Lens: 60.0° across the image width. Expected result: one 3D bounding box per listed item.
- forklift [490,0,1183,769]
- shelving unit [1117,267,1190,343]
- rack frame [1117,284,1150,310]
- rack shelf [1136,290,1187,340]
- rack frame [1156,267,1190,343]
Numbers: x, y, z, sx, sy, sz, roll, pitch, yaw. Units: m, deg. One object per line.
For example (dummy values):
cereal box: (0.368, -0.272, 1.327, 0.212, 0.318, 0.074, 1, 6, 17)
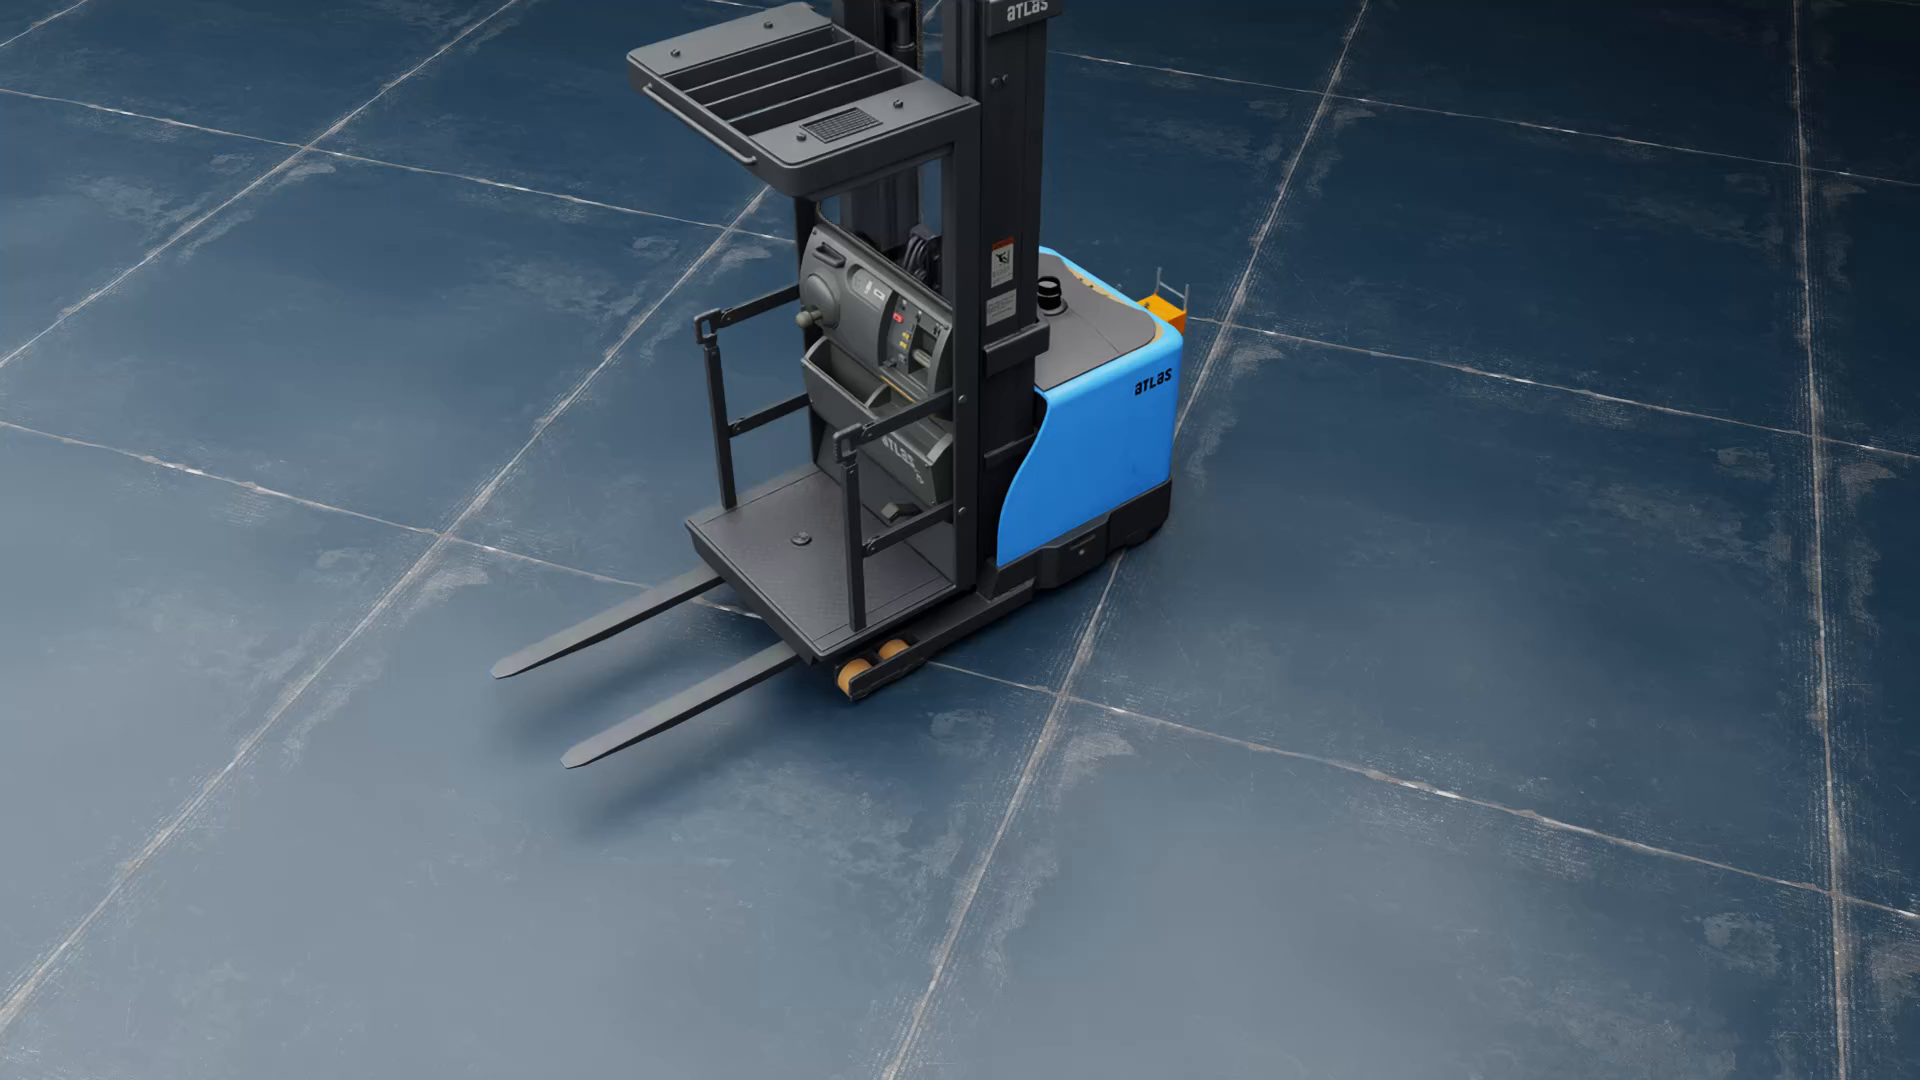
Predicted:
forklift: (-0.505, -0.844, 6.435, 3.031, 2.935, 1.130, -27, 47, -28)
shelving unit: (0.861, -0.736, 7.756, 0.252, 1.050, 0.215, -27, 47, -28)
rack frame: (0.765, -0.688, 7.698, 0.008, 1.050, 0.200, -27, 47, -28)
rack shelf: (0.863, -0.945, 7.580, 0.240, 0.259, 0.215, -27, 47, -28)
rack frame: (0.958, -0.785, 7.814, 0.008, 1.050, 0.200, -27, 47, -28)
